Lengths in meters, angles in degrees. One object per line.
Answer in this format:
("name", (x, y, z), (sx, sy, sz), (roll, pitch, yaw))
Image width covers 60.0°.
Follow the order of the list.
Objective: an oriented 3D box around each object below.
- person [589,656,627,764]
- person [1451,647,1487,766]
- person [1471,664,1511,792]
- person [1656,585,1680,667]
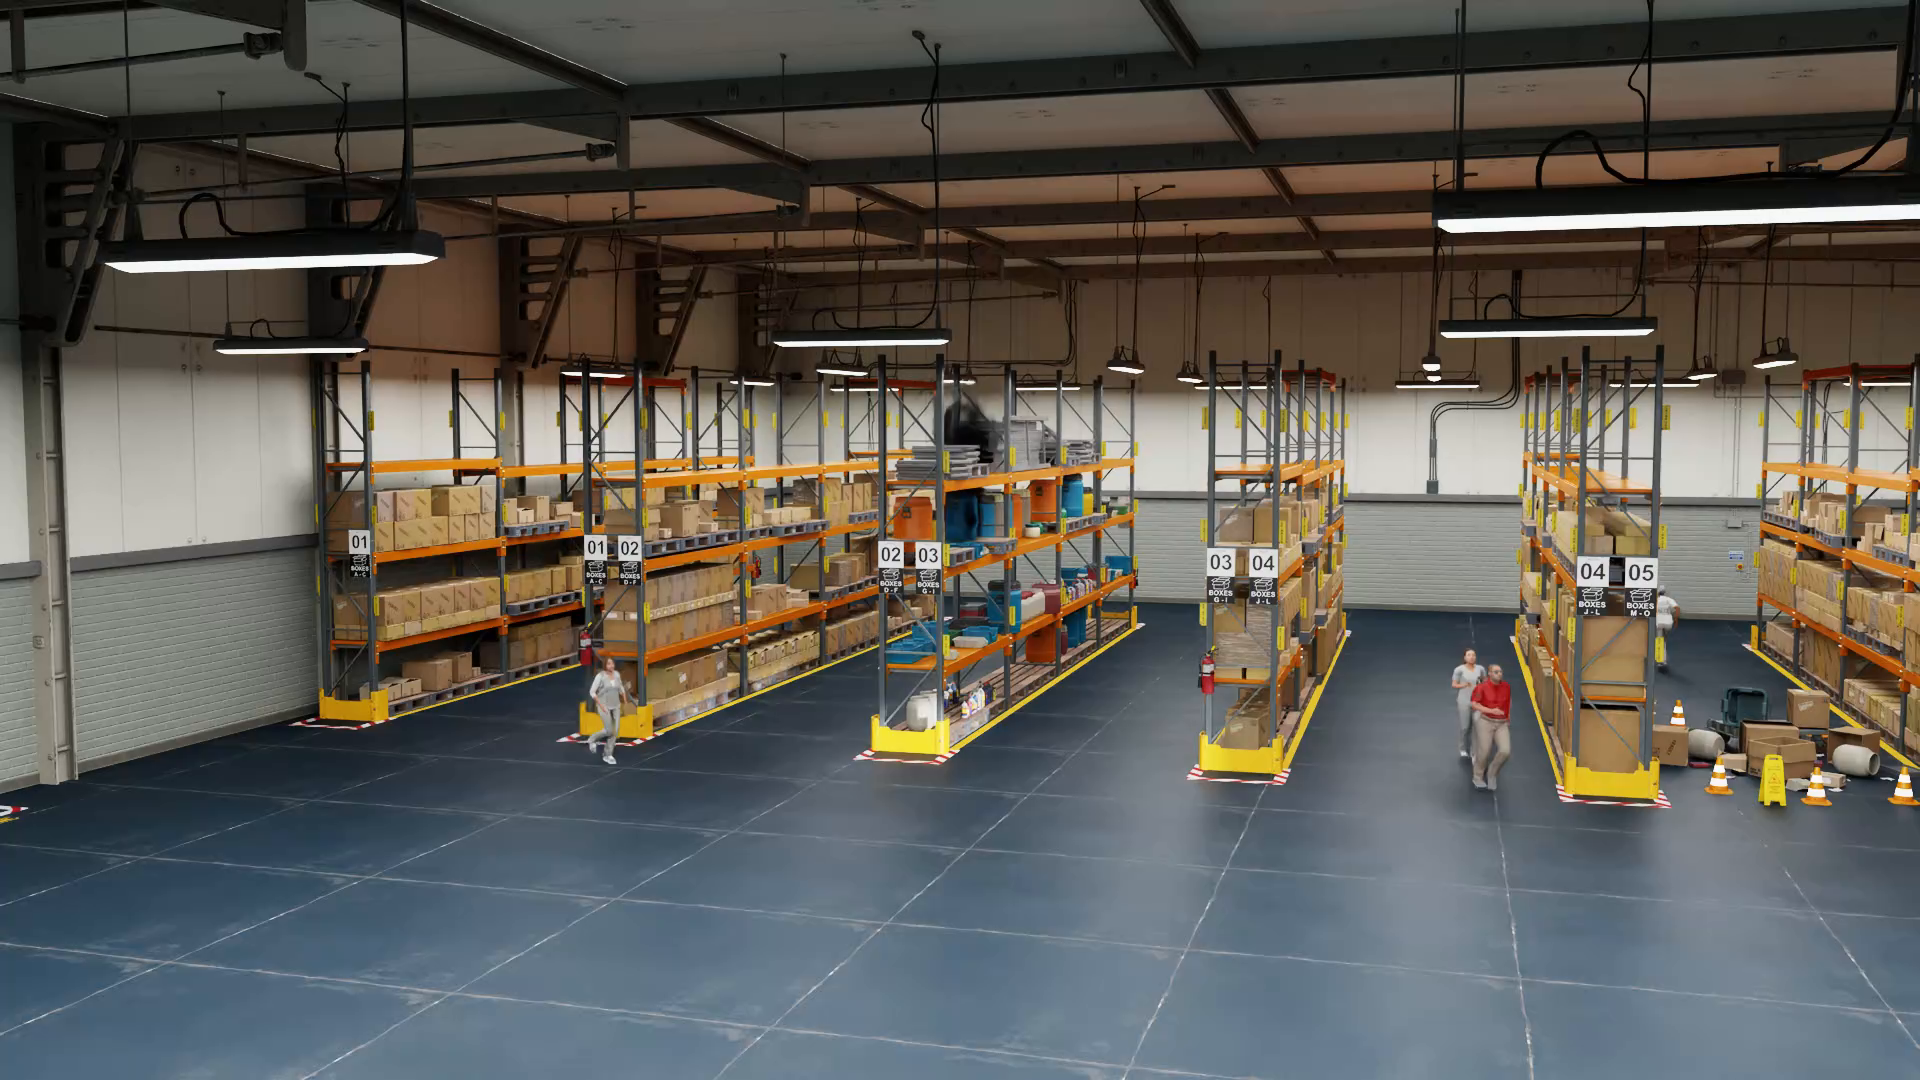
("person", (-5.170, 2.487, 24.451), (0.528, 1.572, 0.583), (-4, 6, -44))
("person", (7.468, 2.425, 24.364), (0.546, 1.717, 0.720), (1, 4, 7))
("person", (7.236, 2.548, 22.523), (0.663, 1.741, 0.651), (-1, 4, -8))
("person", (14.196, 1.775, 33.674), (0.570, 1.724, 0.821), (0, 4, -1))
